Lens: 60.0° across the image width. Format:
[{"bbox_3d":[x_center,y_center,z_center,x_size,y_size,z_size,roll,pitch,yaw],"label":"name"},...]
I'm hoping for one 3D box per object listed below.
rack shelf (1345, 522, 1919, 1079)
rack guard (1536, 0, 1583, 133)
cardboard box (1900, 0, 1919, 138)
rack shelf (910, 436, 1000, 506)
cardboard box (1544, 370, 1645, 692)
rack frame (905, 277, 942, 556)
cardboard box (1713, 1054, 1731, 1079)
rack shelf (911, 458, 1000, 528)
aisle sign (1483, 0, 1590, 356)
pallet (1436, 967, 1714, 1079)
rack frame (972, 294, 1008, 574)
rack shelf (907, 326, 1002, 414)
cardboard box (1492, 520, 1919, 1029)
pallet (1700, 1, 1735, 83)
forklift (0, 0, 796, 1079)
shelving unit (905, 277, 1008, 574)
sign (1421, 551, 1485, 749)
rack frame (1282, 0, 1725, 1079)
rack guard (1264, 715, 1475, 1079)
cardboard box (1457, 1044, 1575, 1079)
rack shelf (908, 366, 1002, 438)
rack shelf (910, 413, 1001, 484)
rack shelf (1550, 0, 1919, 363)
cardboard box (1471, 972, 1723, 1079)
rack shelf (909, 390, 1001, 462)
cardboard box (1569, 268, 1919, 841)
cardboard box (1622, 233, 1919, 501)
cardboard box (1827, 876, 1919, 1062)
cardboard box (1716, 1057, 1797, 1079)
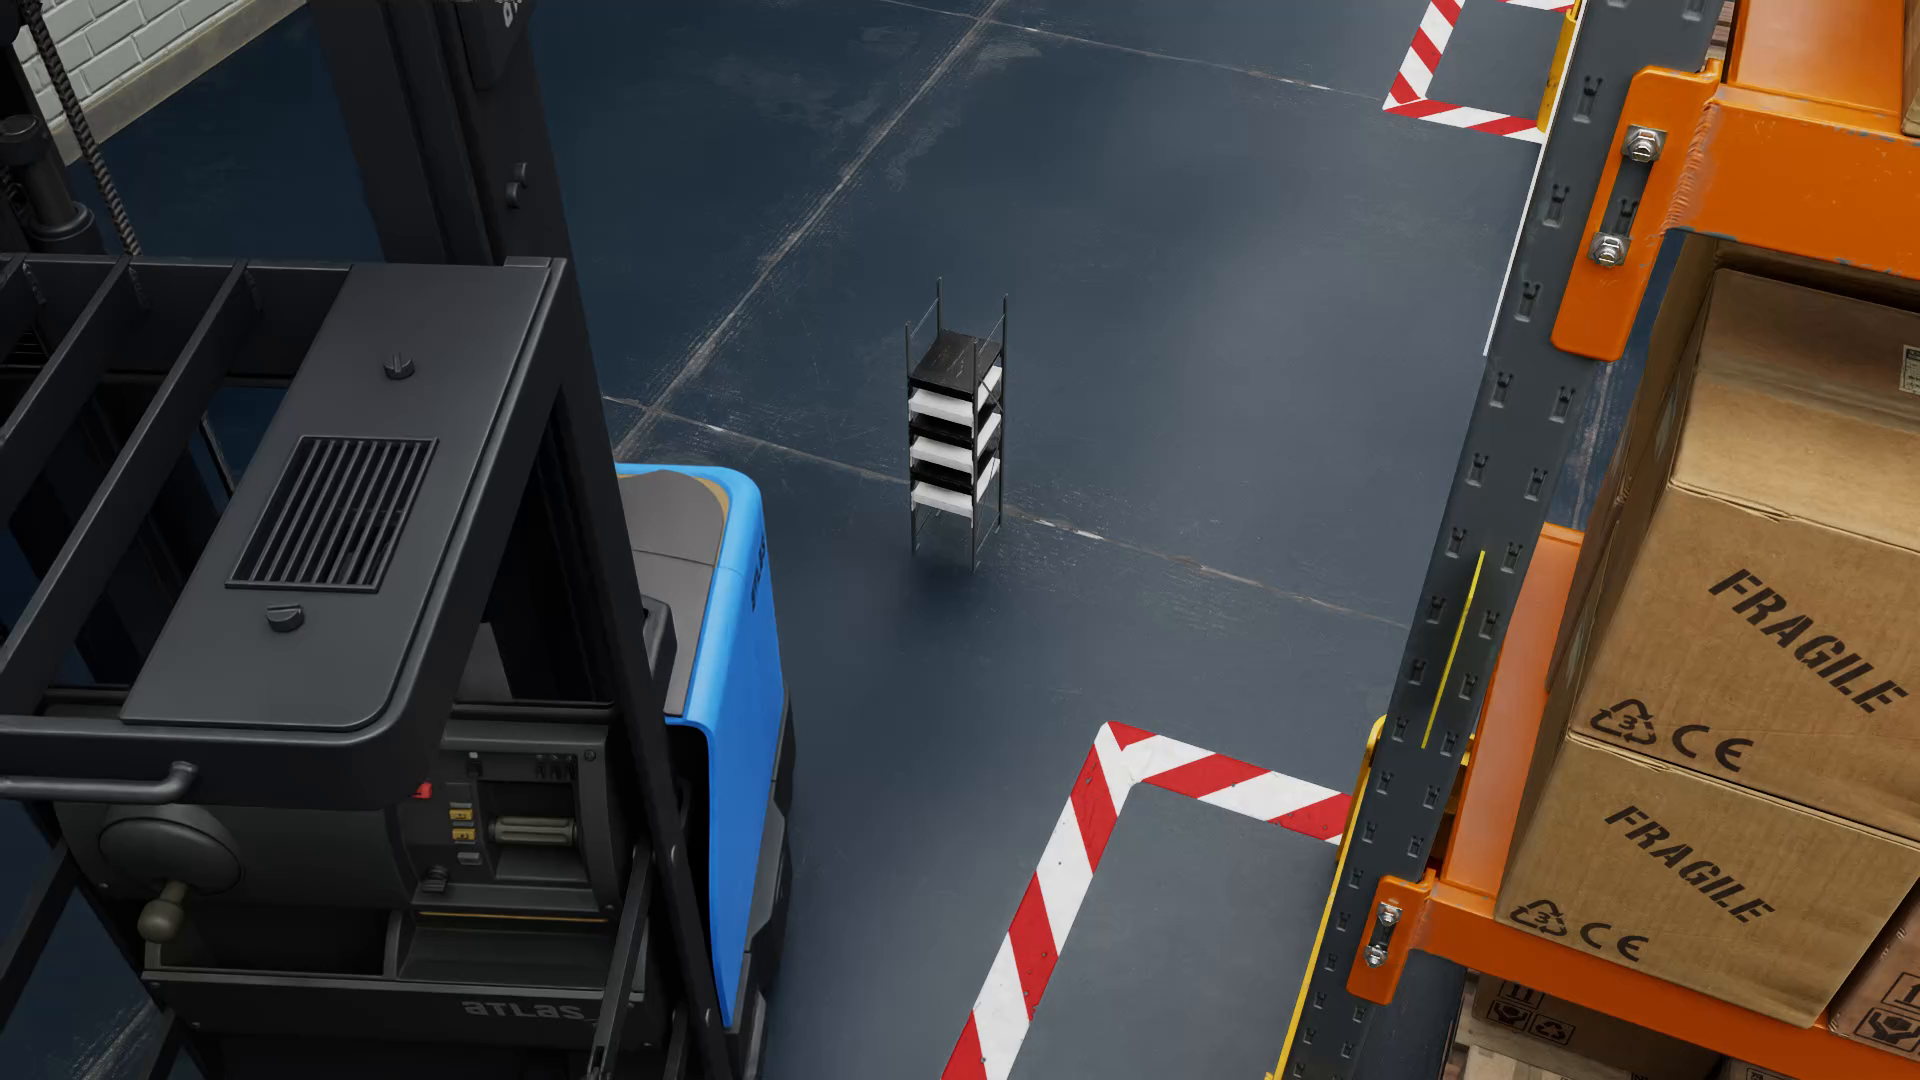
[{"bbox_3d":[2.750,0.910,2.719,4.000,0.370,1.077,16,47,16],"label":"rack shelf"},{"bbox_3d":[2.788,-2.223,7.130,0.348,0.500,1.175,16,47,16],"label":"rack guard"},{"bbox_3d":[1.281,-0.593,1.699,0.500,0.250,0.500,16,47,16],"label":"cardboard box"},{"bbox_3d":[-0.007,-0.234,5.022,0.200,0.077,0.258,16,47,16],"label":"rack shelf"},{"bbox_3d":[1.423,0.021,3.031,0.500,0.500,0.500,18,48,17],"label":"cardboard box"},{"bbox_3d":[-0.101,-0.349,4.963,0.006,0.900,0.240,16,47,16],"label":"rack frame"},{"bbox_3d":[1.840,1.116,3.698,0.250,0.166,0.380,16,47,16],"label":"cardboard box"},{"bbox_3d":[-0.007,-0.170,5.085,0.200,0.077,0.258,16,47,16],"label":"rack shelf"},{"bbox_3d":[0.729,-0.637,1.920,0.004,0.787,0.394,16,47,16],"label":"aisle sign"},{"bbox_3d":[1.711,1.337,3.757,1.213,0.211,1.003,16,47,16],"label":"pallet"},{"bbox_3d":[0.086,-0.294,4.907,0.006,0.900,0.240,16,47,16],"label":"rack frame"},{"bbox_3d":[-0.007,-0.489,4.768,0.200,0.077,0.258,16,47,16],"label":"rack shelf"},{"bbox_3d":[1.213,0.369,2.682,0.500,0.500,0.500,17,47,17],"label":"cardboard box"},{"bbox_3d":[3.561,-1.874,6.983,1.213,0.211,1.003,16,47,16],"label":"pallet"},{"bbox_3d":[-1.044,0.572,2.597,1.130,2.935,3.031,2,45,2],"label":"forklift"},{"bbox_3d":[-0.007,-0.321,4.935,0.210,0.900,0.258,16,47,16],"label":"shelving unit"},{"bbox_3d":[0.696,0.159,2.350,0.005,0.325,0.100,16,47,16],"label":"sign"},{"bbox_3d":[0.905,0.112,3.011,0.127,3.000,1.000,16,47,16],"label":"rack frame"},{"bbox_3d":[0.975,1.019,3.872,0.348,0.500,1.175,16,47,16],"label":"rack guard"},{"bbox_3d":[1.159,1.304,3.522,0.250,0.149,0.380,16,47,16],"label":"cardboard box"},{"bbox_3d":[-0.007,-0.425,4.831,0.200,0.077,0.258,16,47,16],"label":"rack shelf"},{"bbox_3d":[-0.007,-0.298,4.958,0.200,0.077,0.258,16,47,16],"label":"rack shelf"},{"bbox_3d":[2.750,-0.153,1.661,4.000,0.370,1.077,16,47,16],"label":"rack shelf"},{"bbox_3d":[1.501,0.830,3.750,0.500,0.500,0.500,16,47,16],"label":"cardboard box"},{"bbox_3d":[-0.007,-0.361,4.895,0.200,0.077,0.258,16,47,16],"label":"rack shelf"},{"bbox_3d":[1.213,0.014,2.329,0.500,0.500,0.500,18,48,17],"label":"cardboard box"},{"bbox_3d":[1.421,-0.336,2.681,0.500,0.500,0.500,16,47,15],"label":"cardboard box"},{"bbox_3d":[1.691,0.505,2.544,0.500,0.500,0.500,16,47,15],"label":"cardboard box"},{"bbox_3d":[1.759,1.399,3.355,0.500,0.250,0.500,16,47,16],"label":"cardboard box"}]
